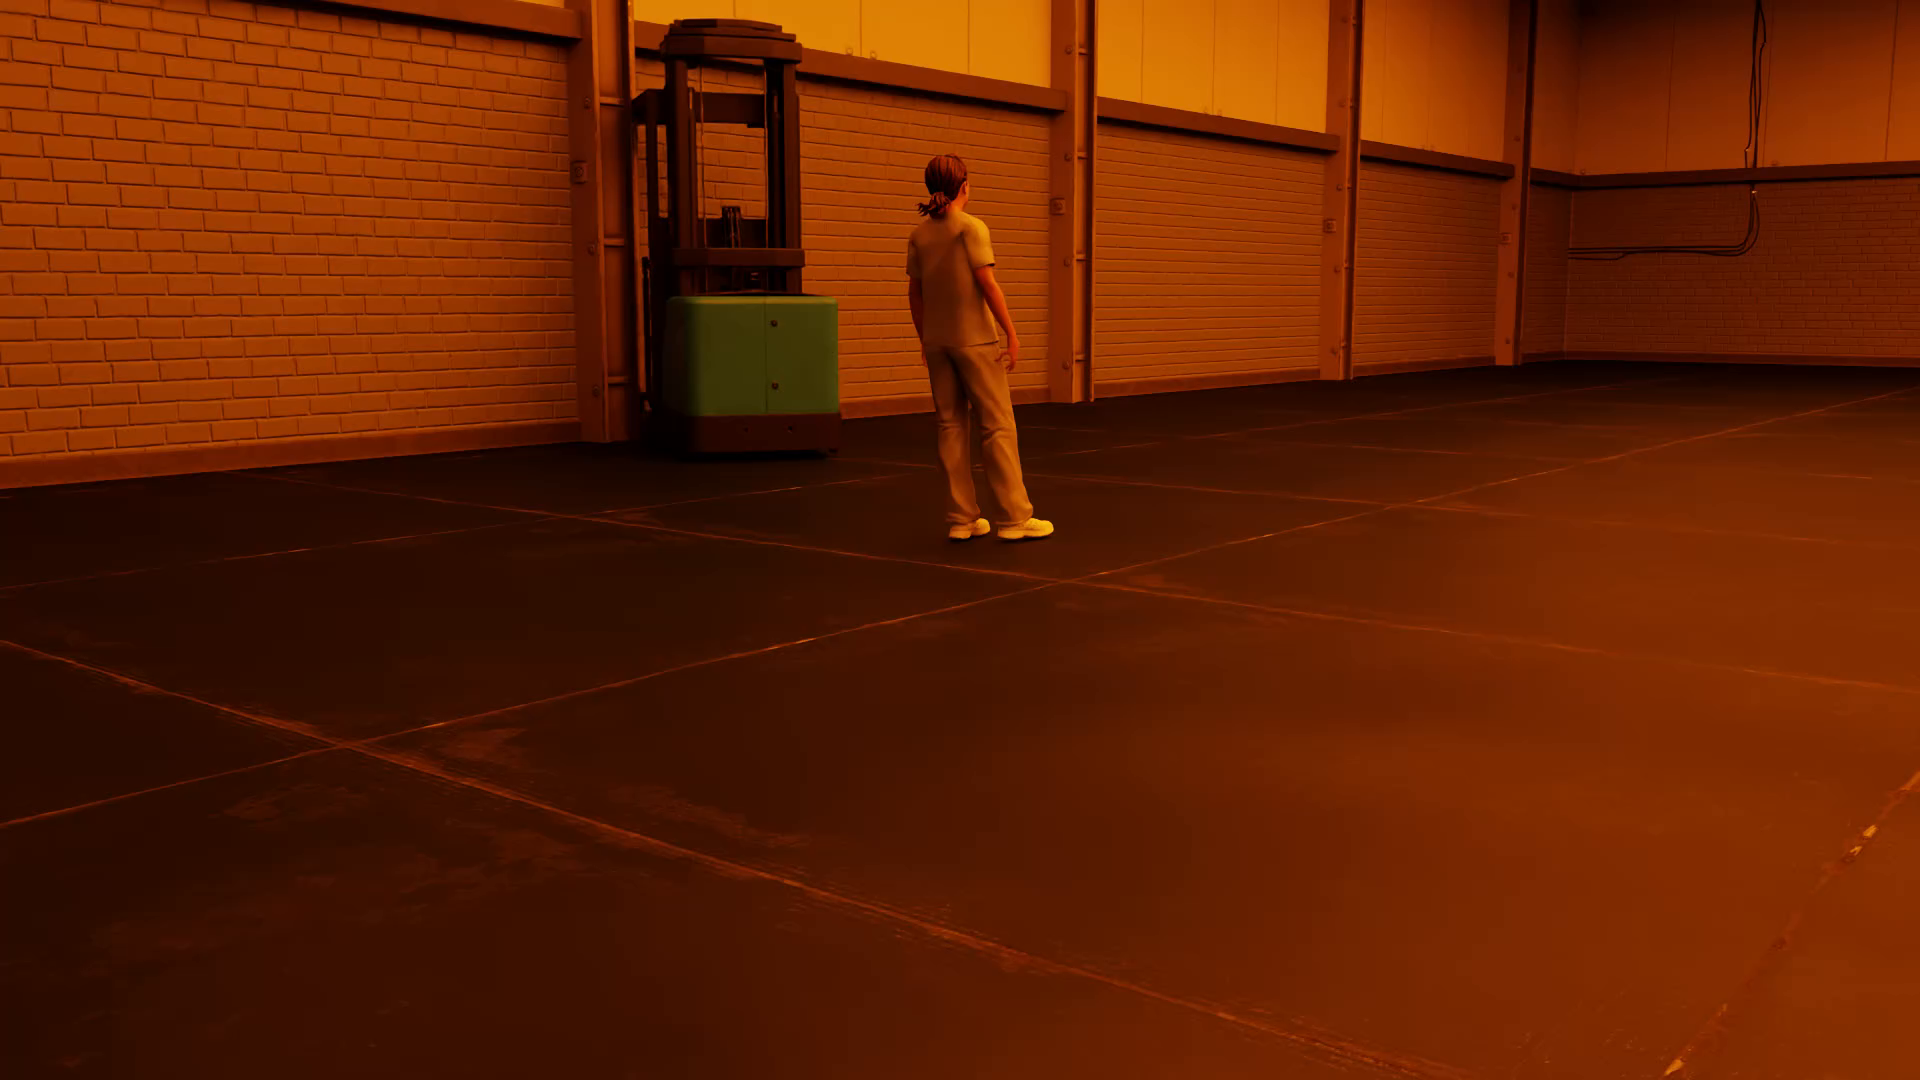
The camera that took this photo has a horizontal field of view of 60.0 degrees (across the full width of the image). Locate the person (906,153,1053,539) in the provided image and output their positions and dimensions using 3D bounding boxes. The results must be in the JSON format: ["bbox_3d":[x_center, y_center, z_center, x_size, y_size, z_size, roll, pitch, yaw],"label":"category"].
[{"bbox_3d":[0.057,-0.843,7.331,0.549,1.675,0.549,7,11,38],"label":"person"}]

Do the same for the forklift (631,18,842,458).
[{"bbox_3d":[-1.754,-2.168,12.095,1.130,2.935,3.031,-3,9,-19],"label":"forklift"}]
